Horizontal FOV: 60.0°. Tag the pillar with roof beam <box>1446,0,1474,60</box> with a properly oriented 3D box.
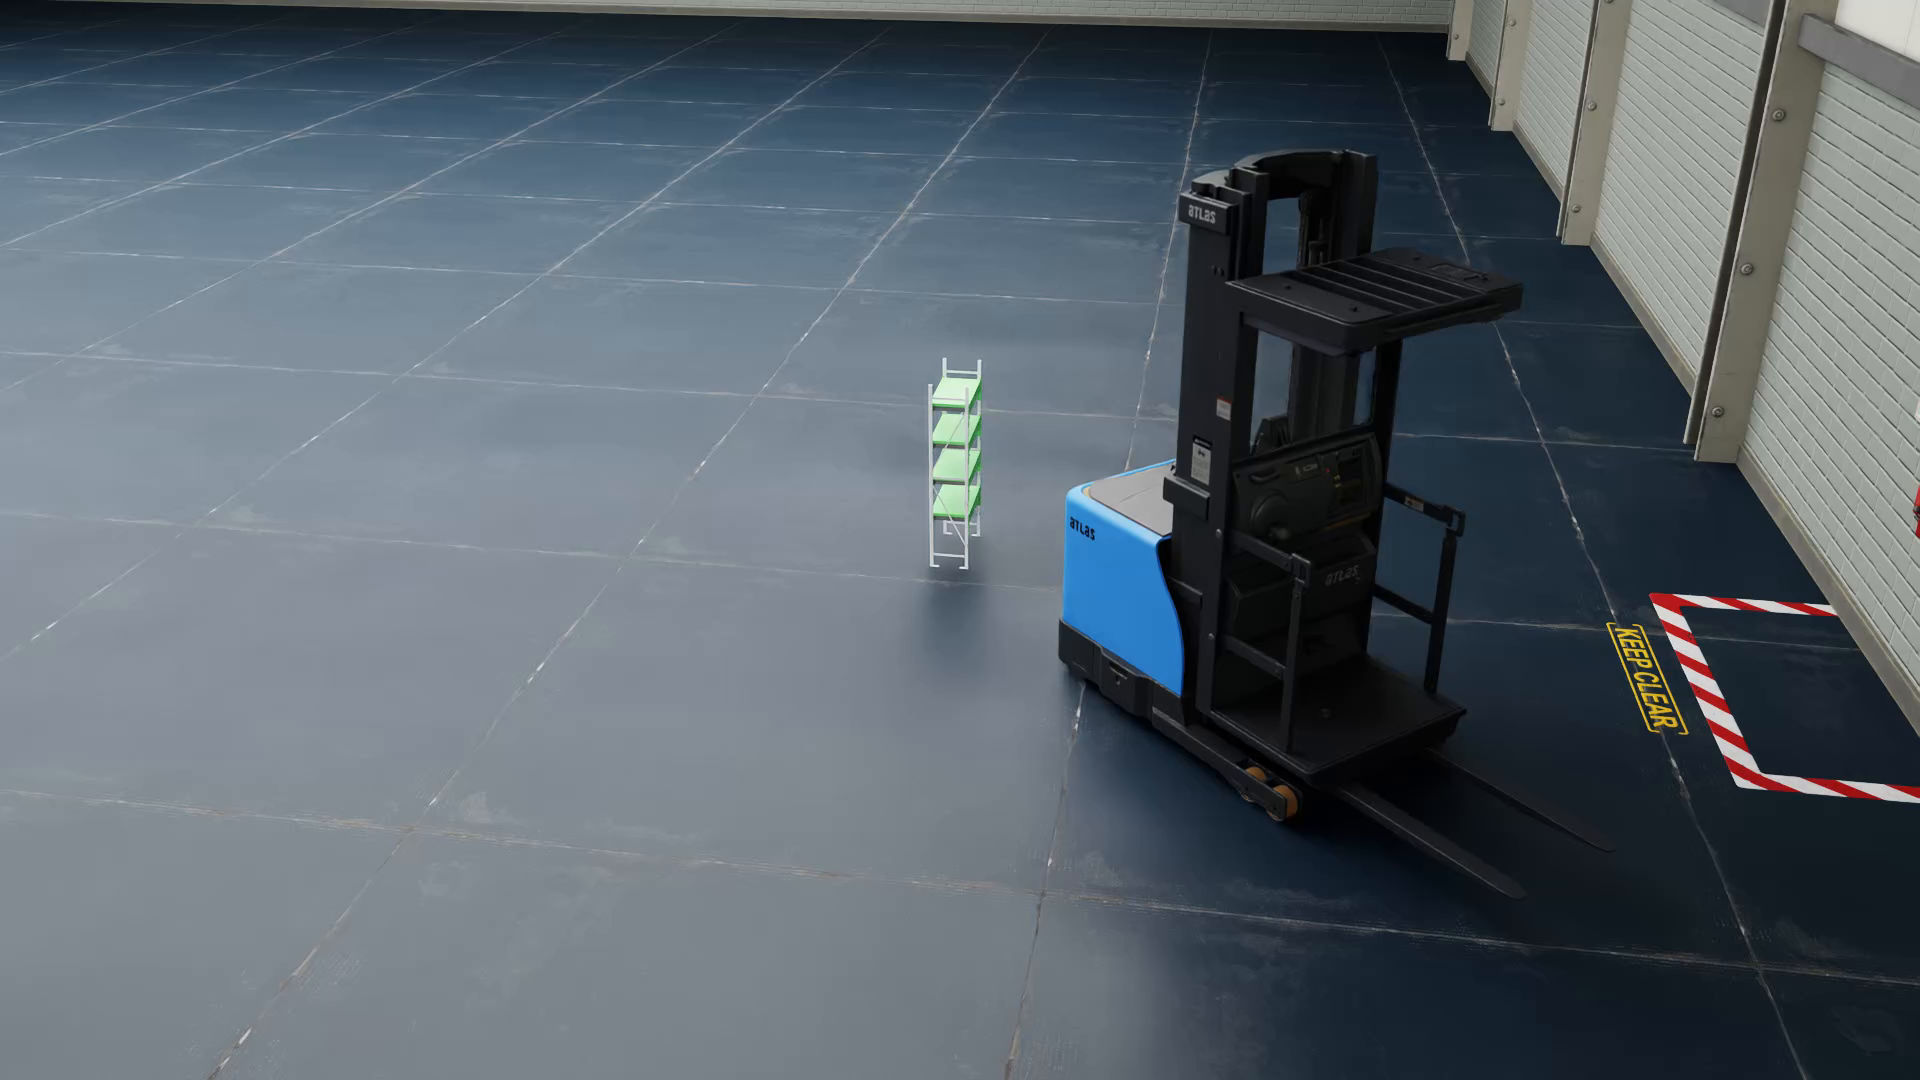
[{"bbox_3d":[4.173,-12.544,26.934,9.100,9.000,0.400,4,25,9],"label":"pillar with roof beam"}]

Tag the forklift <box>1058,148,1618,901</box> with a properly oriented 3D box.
[{"bbox_3d":[1.782,-0.223,7.770,1.130,2.935,3.031,-16,29,-30],"label":"forklift"}]

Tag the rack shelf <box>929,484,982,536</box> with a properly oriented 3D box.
[{"bbox_3d":[-0.027,-0.199,10.477,0.258,0.148,0.480,4,25,9],"label":"rack shelf"}]

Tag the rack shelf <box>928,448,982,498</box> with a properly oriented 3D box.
[{"bbox_3d":[-0.027,-0.416,10.375,0.258,0.148,0.480,4,25,9],"label":"rack shelf"}]

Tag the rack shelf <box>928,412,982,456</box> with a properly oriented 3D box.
[{"bbox_3d":[-0.027,-0.634,10.273,0.258,0.148,0.480,4,25,9],"label":"rack shelf"}]

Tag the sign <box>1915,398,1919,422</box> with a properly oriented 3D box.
[{"bbox_3d":[5.132,-0.762,8.798,0.001,0.329,0.234,4,25,9],"label":"sign"}]

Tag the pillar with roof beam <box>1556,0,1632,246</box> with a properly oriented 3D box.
[{"bbox_3d":[2.212,-7.525,16.212,9.100,9.000,0.400,4,25,9],"label":"pillar with roof beam"}]

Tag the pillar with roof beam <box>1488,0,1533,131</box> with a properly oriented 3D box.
[{"bbox_3d":[3.193,-10.035,21.573,9.100,9.000,0.400,4,25,9],"label":"pillar with roof beam"}]

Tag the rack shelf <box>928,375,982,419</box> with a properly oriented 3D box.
[{"bbox_3d":[-0.027,-0.851,10.171,0.258,0.148,0.480,4,25,9],"label":"rack shelf"}]

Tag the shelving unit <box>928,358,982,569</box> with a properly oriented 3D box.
[{"bbox_3d":[-0.027,-0.474,10.348,0.258,1.200,0.503,4,25,9],"label":"shelving unit"}]

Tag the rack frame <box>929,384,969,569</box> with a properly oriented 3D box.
[{"bbox_3d":[-0.067,-0.372,10.130,0.240,1.200,0.015,4,25,9],"label":"rack frame"}]

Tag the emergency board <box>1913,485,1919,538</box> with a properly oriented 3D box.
[{"bbox_3d":[4.940,-0.522,8.327,0.194,1.169,0.643,4,25,9],"label":"emergency board"}]

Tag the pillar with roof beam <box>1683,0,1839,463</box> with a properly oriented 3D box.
[{"bbox_3d":[1.232,-5.016,10.851,9.100,9.000,0.400,4,25,9],"label":"pillar with roof beam"}]

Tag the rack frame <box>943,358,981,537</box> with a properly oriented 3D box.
[{"bbox_3d":[0.013,-0.576,10.566,0.240,1.200,0.015,4,25,9],"label":"rack frame"}]
